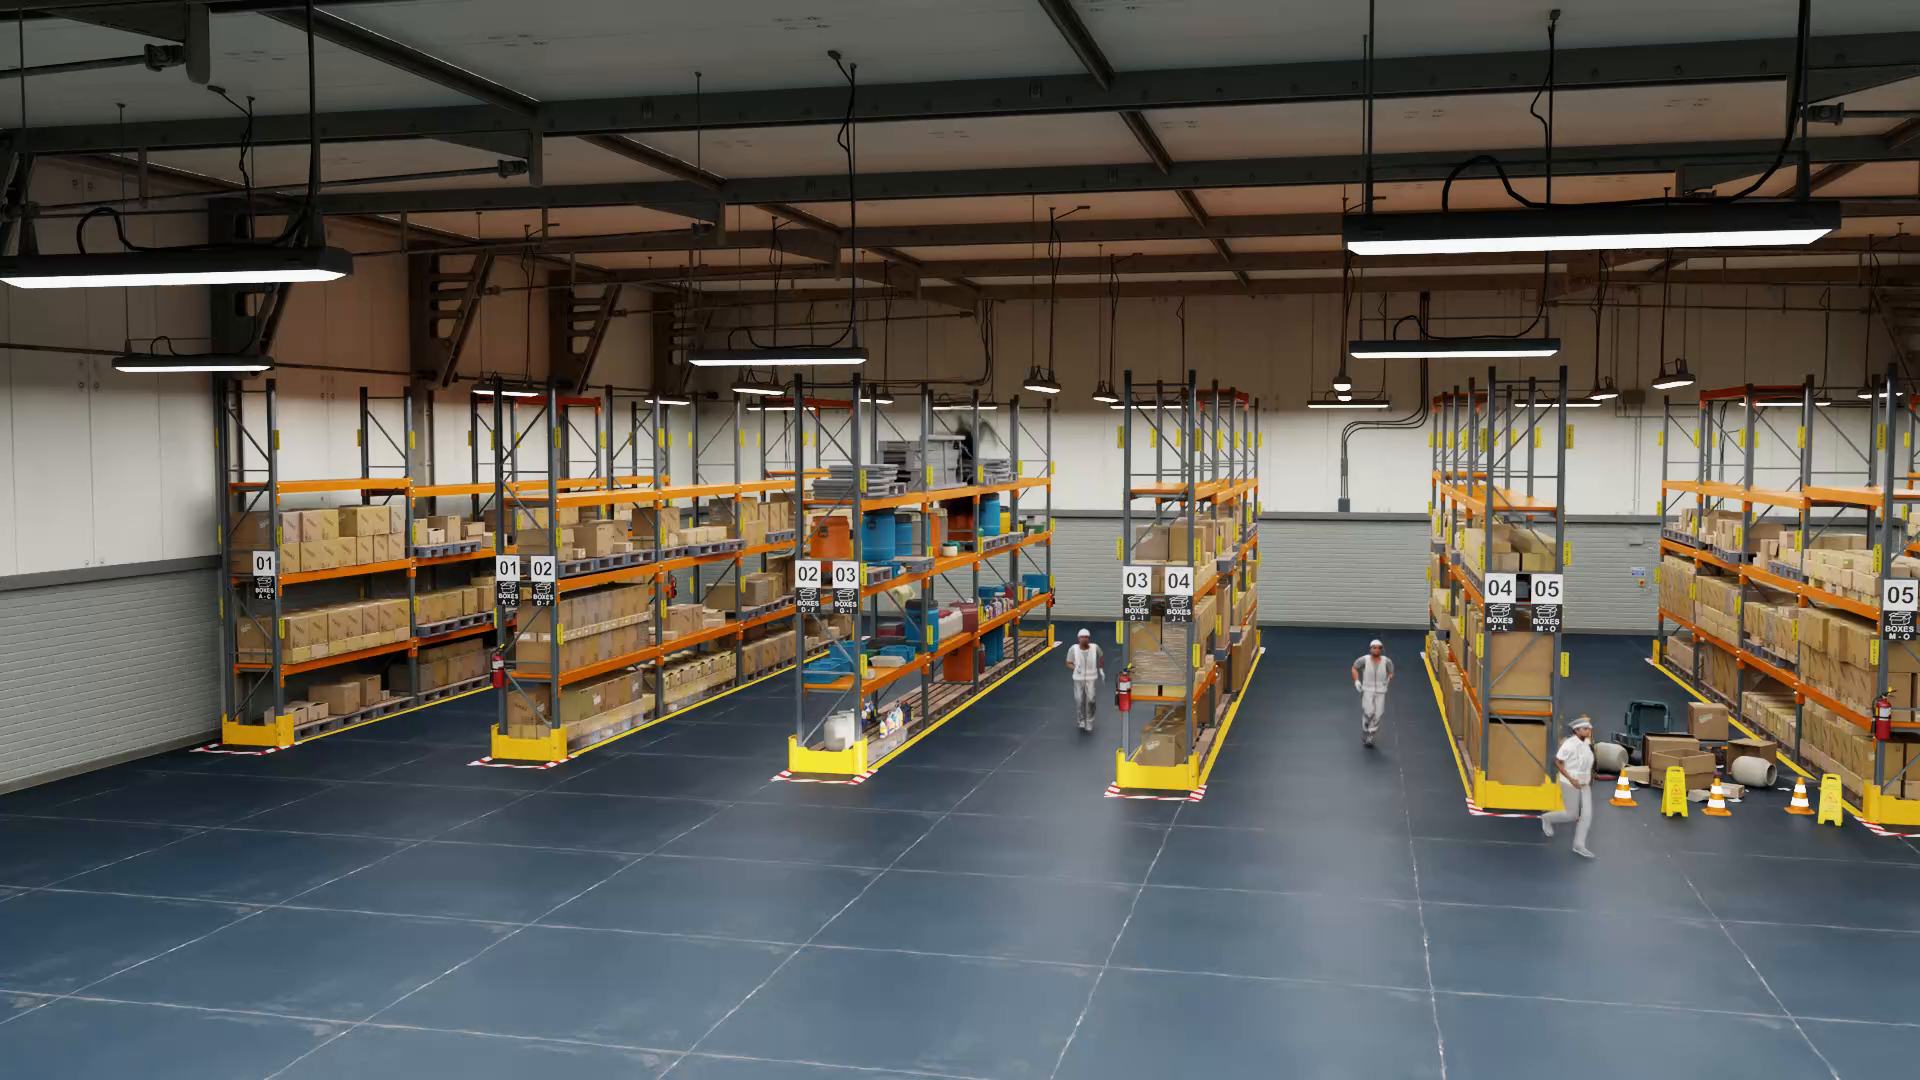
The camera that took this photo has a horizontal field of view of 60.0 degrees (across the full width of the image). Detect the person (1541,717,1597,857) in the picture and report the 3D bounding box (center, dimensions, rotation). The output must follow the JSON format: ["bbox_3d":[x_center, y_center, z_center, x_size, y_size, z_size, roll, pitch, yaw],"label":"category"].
[{"bbox_3d":[7.474,2.969,20.292,0.600,1.674,0.753,-2,4,-33],"label":"person"}]

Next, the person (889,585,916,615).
[{"bbox_3d":[-1.332,1.691,41.315,0.622,1.604,0.936,-2,4,-35],"label":"person"}]

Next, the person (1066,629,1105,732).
[{"bbox_3d":[2.150,2.406,28.485,0.662,1.774,0.785,0,3,5],"label":"person"}]

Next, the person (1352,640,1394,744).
[{"bbox_3d":[6.763,2.491,27.143,0.656,1.736,0.633,0,3,3],"label":"person"}]
